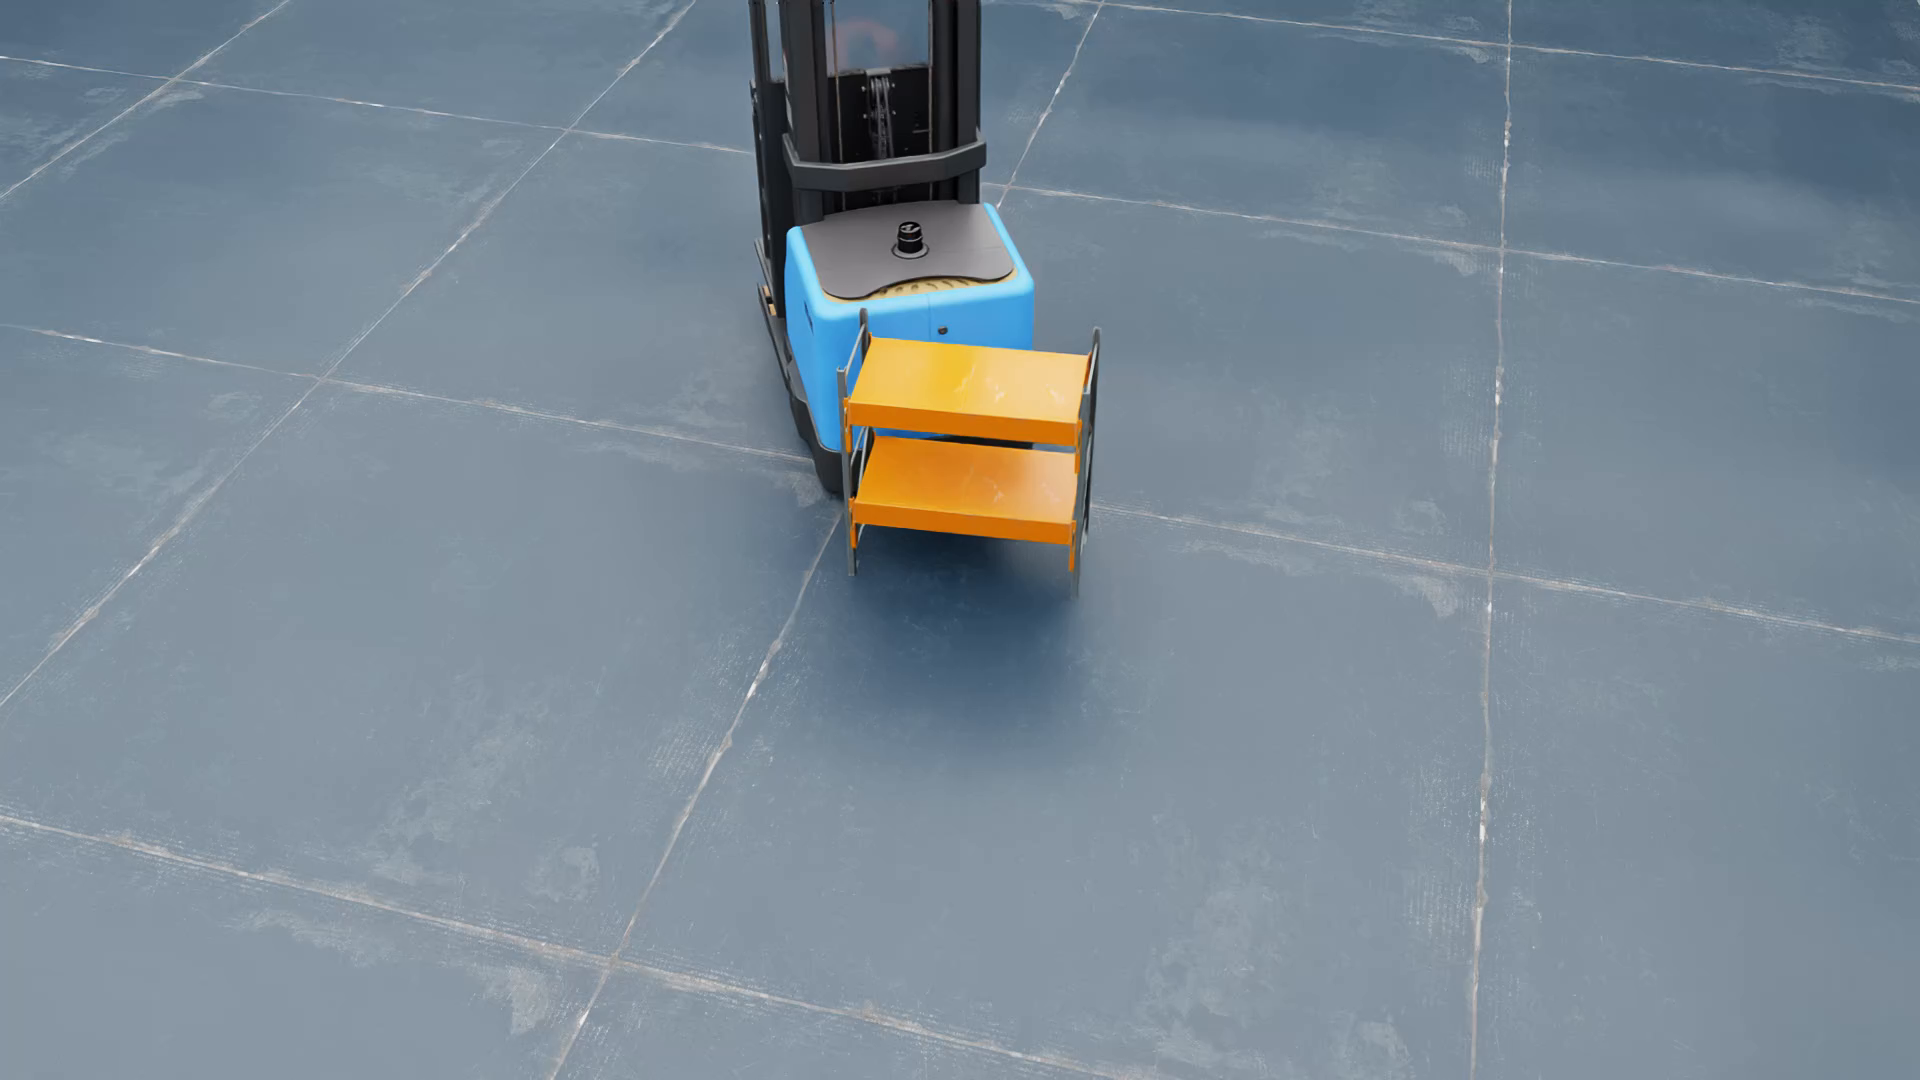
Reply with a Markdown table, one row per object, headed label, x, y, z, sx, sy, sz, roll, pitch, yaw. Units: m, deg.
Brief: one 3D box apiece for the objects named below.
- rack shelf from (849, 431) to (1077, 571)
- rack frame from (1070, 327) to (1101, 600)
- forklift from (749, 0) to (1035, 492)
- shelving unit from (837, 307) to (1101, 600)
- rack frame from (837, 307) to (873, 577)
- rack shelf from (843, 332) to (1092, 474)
| label | x | y | z | sx | sy | sz | roll | pitch | yaw |
| --- | --- | --- | --- | --- | --- | --- | --- | --- | --- |
| rack shelf | 0.047 | -0.184 | 7.499 | 1.000 | 0.278 | 0.538 | 6 | 40 | 7 |
| rack frame | 0.549 | -0.320 | 7.281 | 0.032 | 1.125 | 0.500 | 6 | 40 | 7 |
| forklift | -0.499 | -2.305 | 8.240 | 1.130 | 2.935 | 3.031 | -9 | 41 | -11 |
| shelving unit | 0.047 | -0.371 | 7.342 | 1.048 | 1.125 | 0.538 | 6 | 40 | 7 |
| rack frame | -0.455 | -0.423 | 7.403 | 0.032 | 1.125 | 0.500 | 6 | 40 | 7 |
| rack shelf | 0.047 | -0.595 | 7.154 | 1.000 | 0.278 | 0.538 | 6 | 40 | 7 |
